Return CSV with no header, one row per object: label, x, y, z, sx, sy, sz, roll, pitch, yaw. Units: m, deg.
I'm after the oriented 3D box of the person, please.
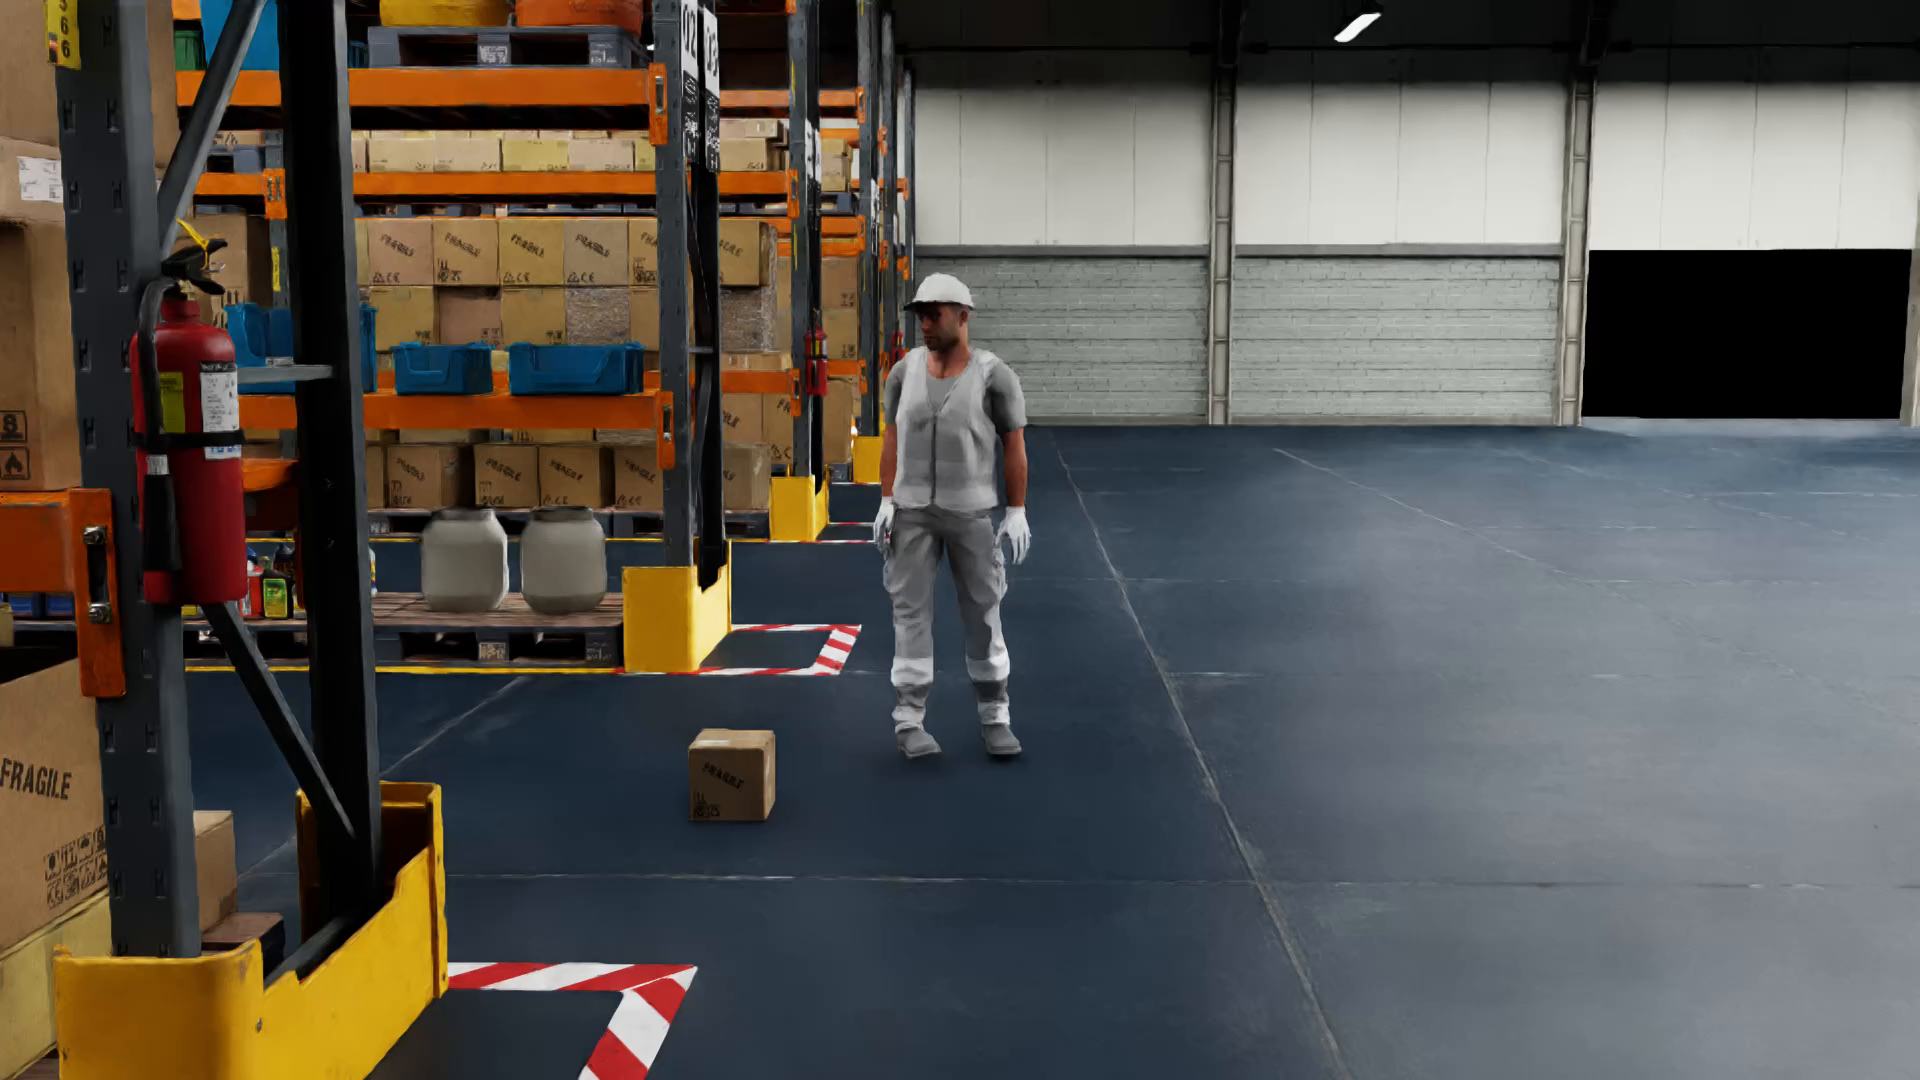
person,-0.034,-0.081,6.159,0.578,1.794,0.526,2,7,14
